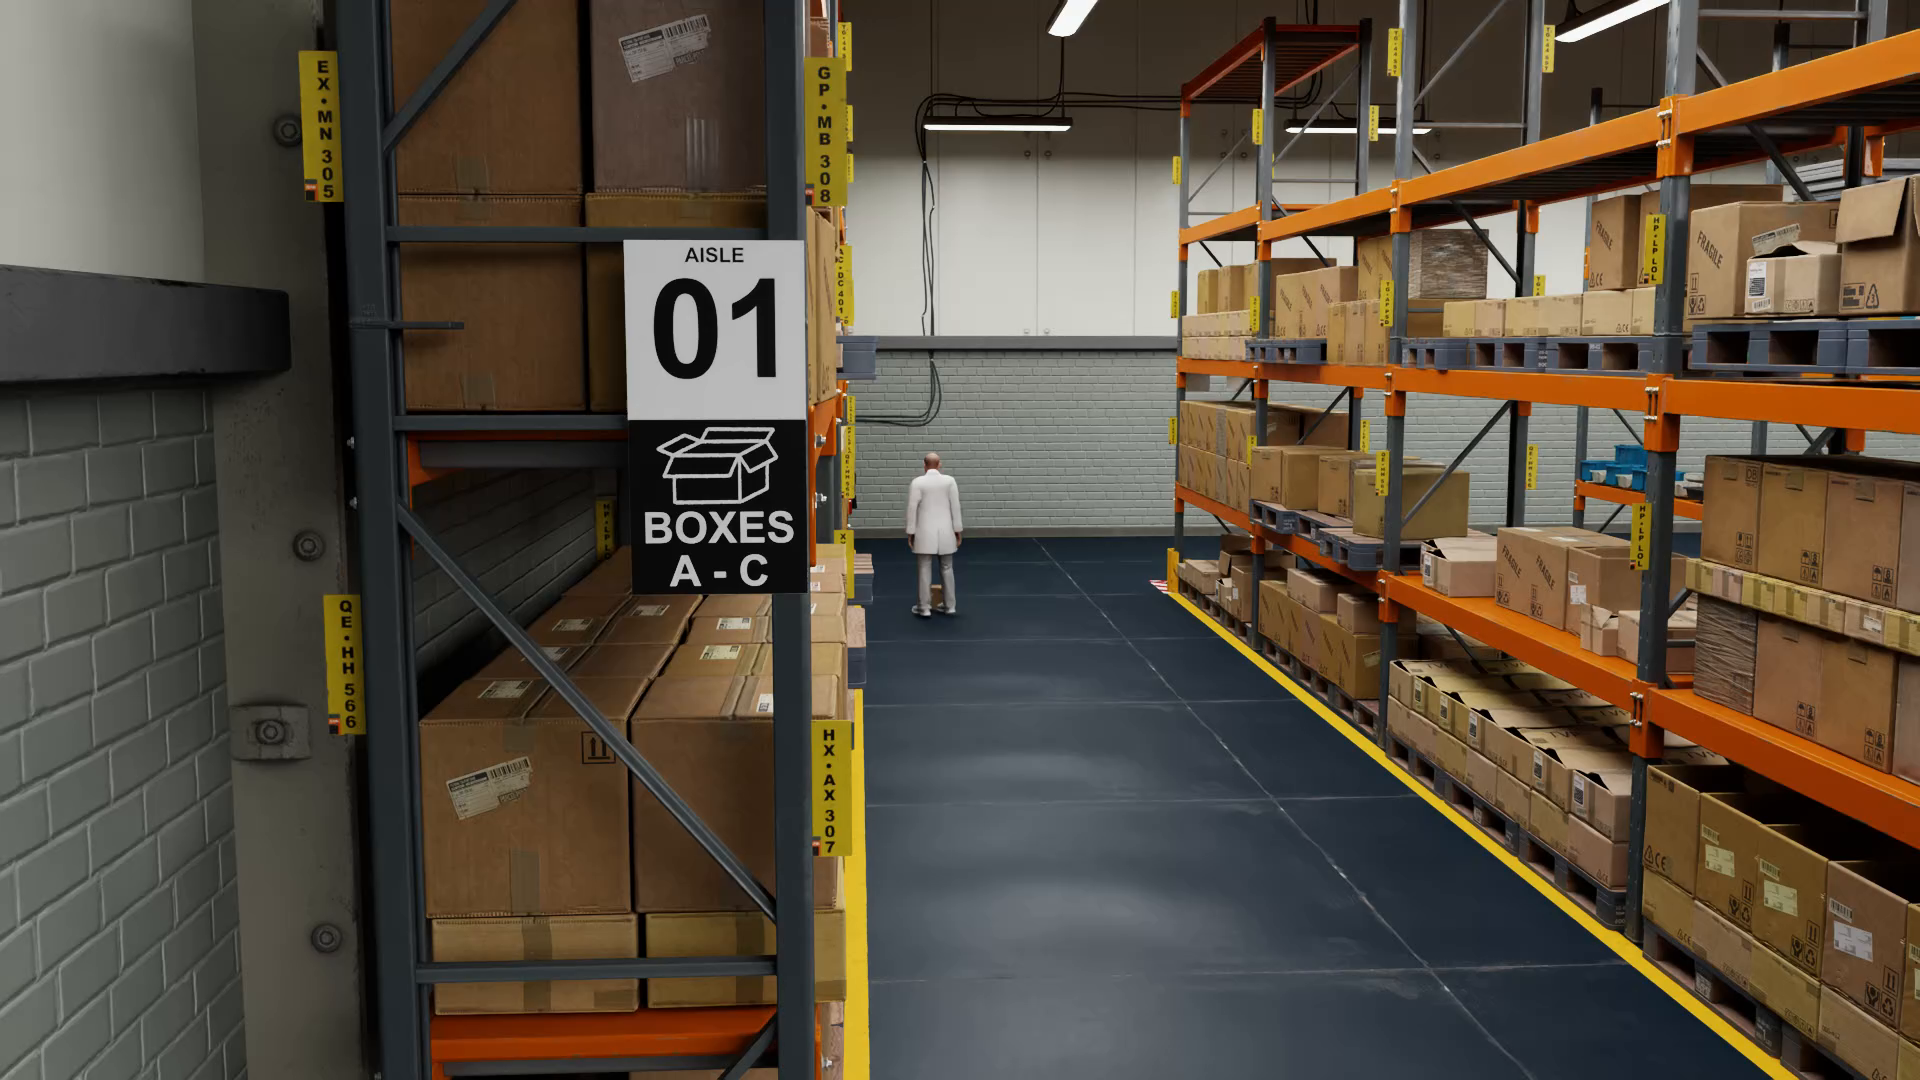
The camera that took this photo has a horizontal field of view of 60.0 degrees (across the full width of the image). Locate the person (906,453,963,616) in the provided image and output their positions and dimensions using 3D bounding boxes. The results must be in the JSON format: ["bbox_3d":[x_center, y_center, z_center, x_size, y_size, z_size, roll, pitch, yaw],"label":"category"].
[{"bbox_3d":[-0.299,-0.070,18.230,0.623,1.767,0.430,-2,7,-13],"label":"person"}]
